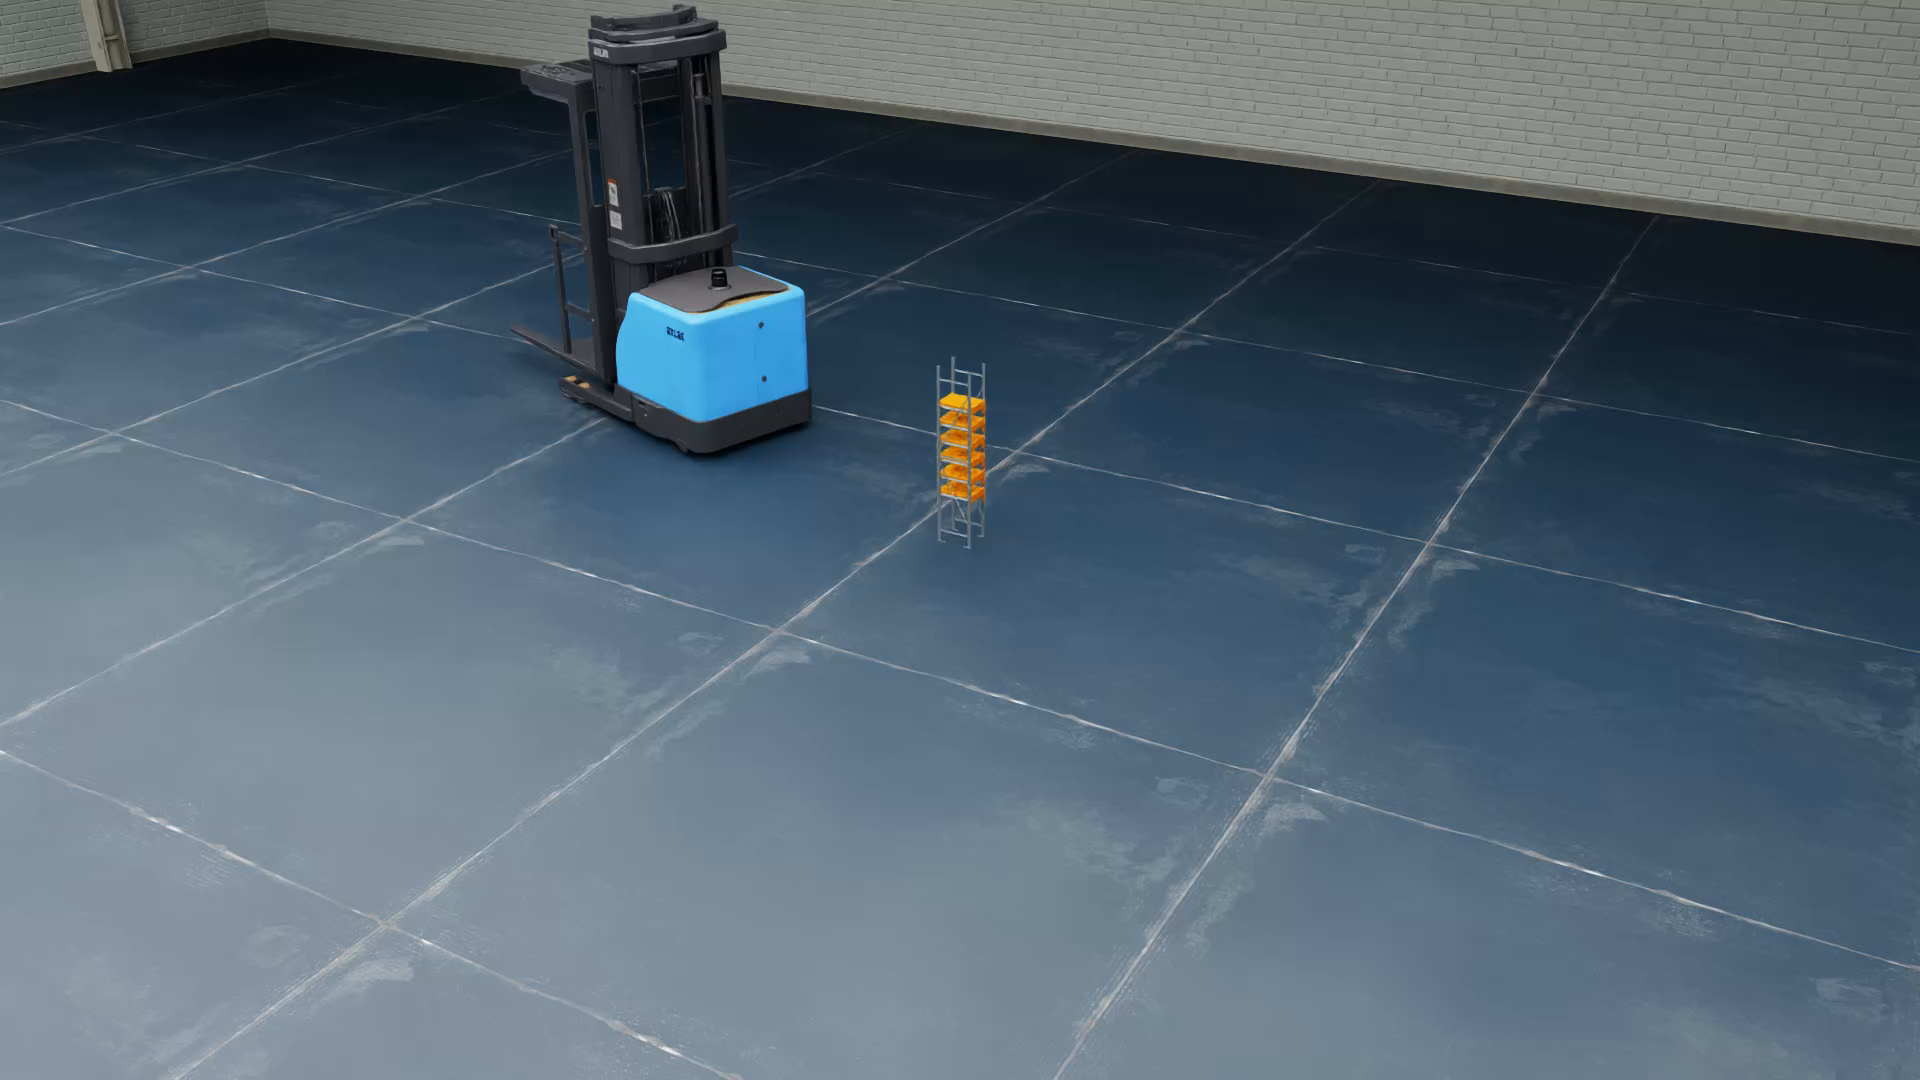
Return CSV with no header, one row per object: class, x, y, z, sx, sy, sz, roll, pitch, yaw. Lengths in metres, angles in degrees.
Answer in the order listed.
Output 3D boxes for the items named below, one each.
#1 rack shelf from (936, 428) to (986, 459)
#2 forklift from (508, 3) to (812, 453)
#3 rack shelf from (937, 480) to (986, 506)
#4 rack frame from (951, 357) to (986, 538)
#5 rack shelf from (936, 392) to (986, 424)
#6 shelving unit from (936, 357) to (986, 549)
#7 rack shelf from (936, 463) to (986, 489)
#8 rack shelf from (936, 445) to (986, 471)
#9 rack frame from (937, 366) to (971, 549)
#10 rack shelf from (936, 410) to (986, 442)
rack shelf,0.007,-0.610,10.459,0.258,0.103,0.180,14,30,26
forklift,-2.480,-2.498,12.465,1.130,2.935,3.031,-23,34,-38
rack shelf,0.007,-0.288,10.620,0.258,0.103,0.180,14,30,26
rack frame,0.052,-0.578,10.564,0.240,1.200,0.006,14,30,26
rack shelf,0.007,-0.824,10.351,0.258,0.103,0.180,14,30,26
shelving unit,0.007,-0.542,10.493,0.258,1.200,0.189,14,30,26
rack shelf,0.007,-0.395,10.566,0.258,0.103,0.180,14,30,26
rack shelf,0.007,-0.502,10.513,0.258,0.103,0.180,14,30,26
rack frame,-0.038,-0.507,10.421,0.240,1.200,0.006,14,30,26
rack shelf,0.007,-0.717,10.405,0.258,0.103,0.180,14,30,26
